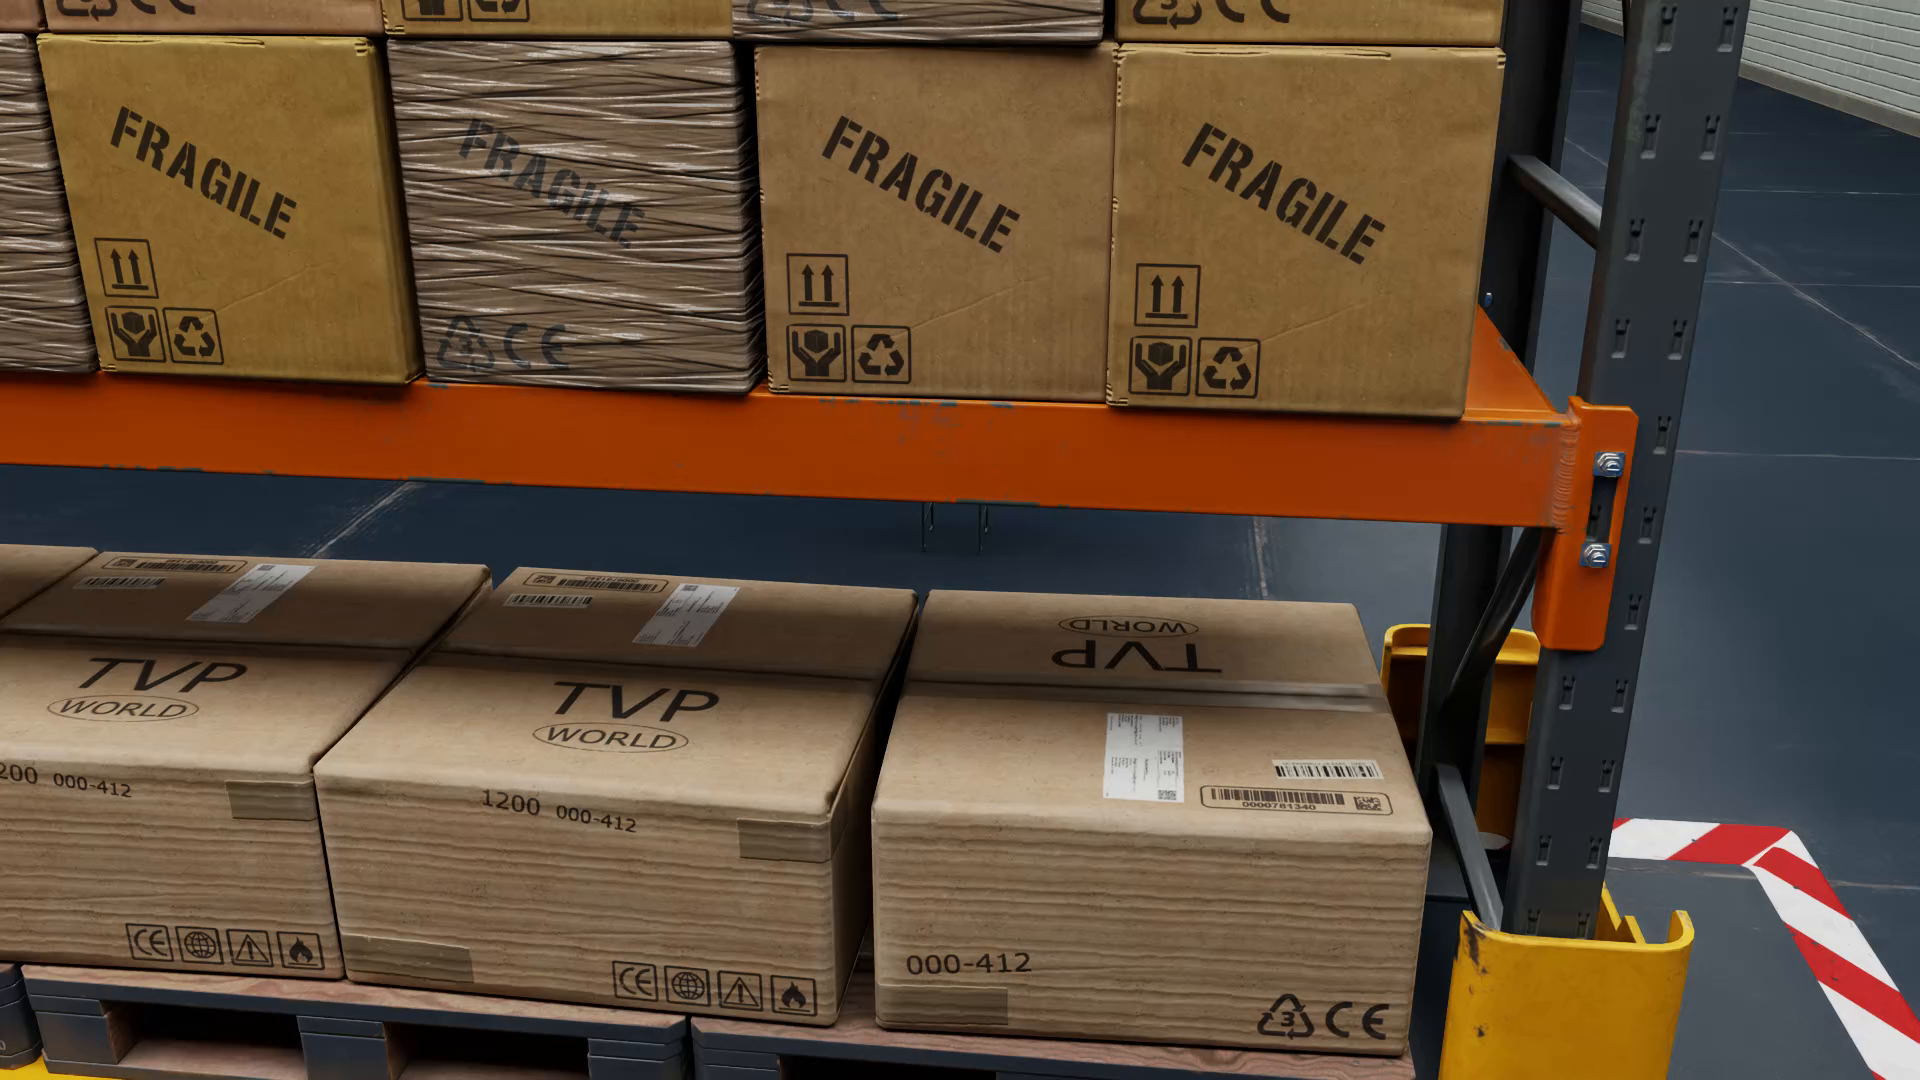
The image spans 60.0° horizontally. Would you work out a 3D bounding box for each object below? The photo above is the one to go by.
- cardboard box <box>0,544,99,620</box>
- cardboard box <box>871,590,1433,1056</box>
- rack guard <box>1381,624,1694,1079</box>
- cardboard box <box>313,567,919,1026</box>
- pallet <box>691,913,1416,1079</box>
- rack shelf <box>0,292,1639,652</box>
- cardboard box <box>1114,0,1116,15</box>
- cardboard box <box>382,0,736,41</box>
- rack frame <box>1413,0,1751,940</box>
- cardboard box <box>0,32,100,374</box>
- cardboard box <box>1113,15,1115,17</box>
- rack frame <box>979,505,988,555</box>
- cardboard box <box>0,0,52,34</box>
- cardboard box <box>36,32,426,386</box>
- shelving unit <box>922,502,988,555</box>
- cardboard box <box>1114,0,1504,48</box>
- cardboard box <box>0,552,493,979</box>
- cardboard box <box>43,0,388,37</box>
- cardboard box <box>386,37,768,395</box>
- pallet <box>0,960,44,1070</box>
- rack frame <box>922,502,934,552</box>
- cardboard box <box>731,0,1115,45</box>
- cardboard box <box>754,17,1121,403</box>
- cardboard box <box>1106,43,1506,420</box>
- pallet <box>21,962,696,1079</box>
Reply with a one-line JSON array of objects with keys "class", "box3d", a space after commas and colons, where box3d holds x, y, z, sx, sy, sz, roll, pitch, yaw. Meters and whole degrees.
[{"class": "cardboard box", "box3d": [-2.364, 0.360, 3.364, 0.875, 0.438, 0.875, 2, 22, 6]}, {"class": "cardboard box", "box3d": [0.331, 0.474, 3.074, 0.875, 0.438, 0.875, 2, 22, 4]}, {"class": "rack guard", "box3d": [1.022, 0.634, 3.157, 0.348, 0.500, 1.175, 2, 22, 6]}, {"class": "cardboard box", "box3d": [-0.579, 0.438, 3.166, 0.875, 0.438, 0.875, 3, 22, 8]}, {"class": "pallet", "box3d": [0.195, 0.761, 3.228, 1.213, 0.211, 1.003, 2, 22, 6]}, {"class": "rack shelf", "box3d": [-0.988, -0.282, 3.051, 4.000, 0.370, 1.077, 2, 22, 6]}, {"class": "cardboard box", "box3d": [0.041, -1.186, 2.864, 0.500, 0.500, 0.500, 2, 22, 5]}, {"class": "cardboard box", "box3d": [-0.522, -1.010, 2.418, 0.500, 0.500, 0.500, 2, 22, 6]}, {"class": "rack frame", "box3d": [0.998, -0.530, 2.700, 0.127, 3.000, 1.000, 2, 22, 6]}, {"class": "cardboard box", "box3d": [-1.547, -0.586, 2.707, 0.500, 0.500, 0.500, 3, 22, 7]}, {"class": "cardboard box", "box3d": [0.049, -0.714, 3.029, 0.500, 0.500, 0.500, 2, 22, 6]}, {"class": "rack frame", "box3d": [0.076, -0.555, 5.211, 0.006, 1.200, 0.240, 2, 22, 6]}, {"class": "cardboard box", "box3d": [-1.522, -1.055, 2.532, 0.500, 0.500, 0.500, 3, 22, 7]}, {"class": "cardboard box", "box3d": [-1.035, -0.564, 2.651, 0.500, 0.500, 0.500, 3, 22, 8]}, {"class": "shelving unit", "box3d": [-0.014, -0.559, 5.221, 0.189, 1.200, 0.258, 2, 22, 6]}, {"class": "cardboard box", "box3d": [0.491, -0.975, 2.331, 0.500, 0.500, 0.500, 3, 22, 8]}, {"class": "cardboard box", "box3d": [-1.474, 0.398, 3.267, 0.875, 0.438, 0.875, 2, 22, 5]}, {"class": "cardboard box", "box3d": [-1.021, -1.032, 2.475, 0.500, 0.500, 0.500, 2, 22, 6]}, {"class": "cardboard box", "box3d": [-0.521, -0.546, 2.606, 0.500, 0.500, 0.500, 3, 22, 8]}, {"class": "pallet", "box3d": [-2.229, 0.655, 3.495, 1.213, 0.211, 1.003, 2, 22, 6]}, {"class": "rack frame", "box3d": [-0.105, -0.563, 5.231, 0.006, 1.200, 0.240, 2, 22, 6]}, {"class": "cardboard box", "box3d": [-0.031, -0.987, 2.361, 0.500, 0.500, 0.500, 3, 22, 6]}, {"class": "cardboard box", "box3d": [-0.009, -0.528, 2.559, 0.500, 0.500, 0.500, 2, 22, 5]}, {"class": "cardboard box", "box3d": [0.488, -0.501, 2.490, 0.500, 0.500, 0.500, 3, 22, 7]}, {"class": "pallet", "box3d": [-1.014, 0.707, 3.364, 1.213, 0.211, 1.003, 2, 22, 6]}]
